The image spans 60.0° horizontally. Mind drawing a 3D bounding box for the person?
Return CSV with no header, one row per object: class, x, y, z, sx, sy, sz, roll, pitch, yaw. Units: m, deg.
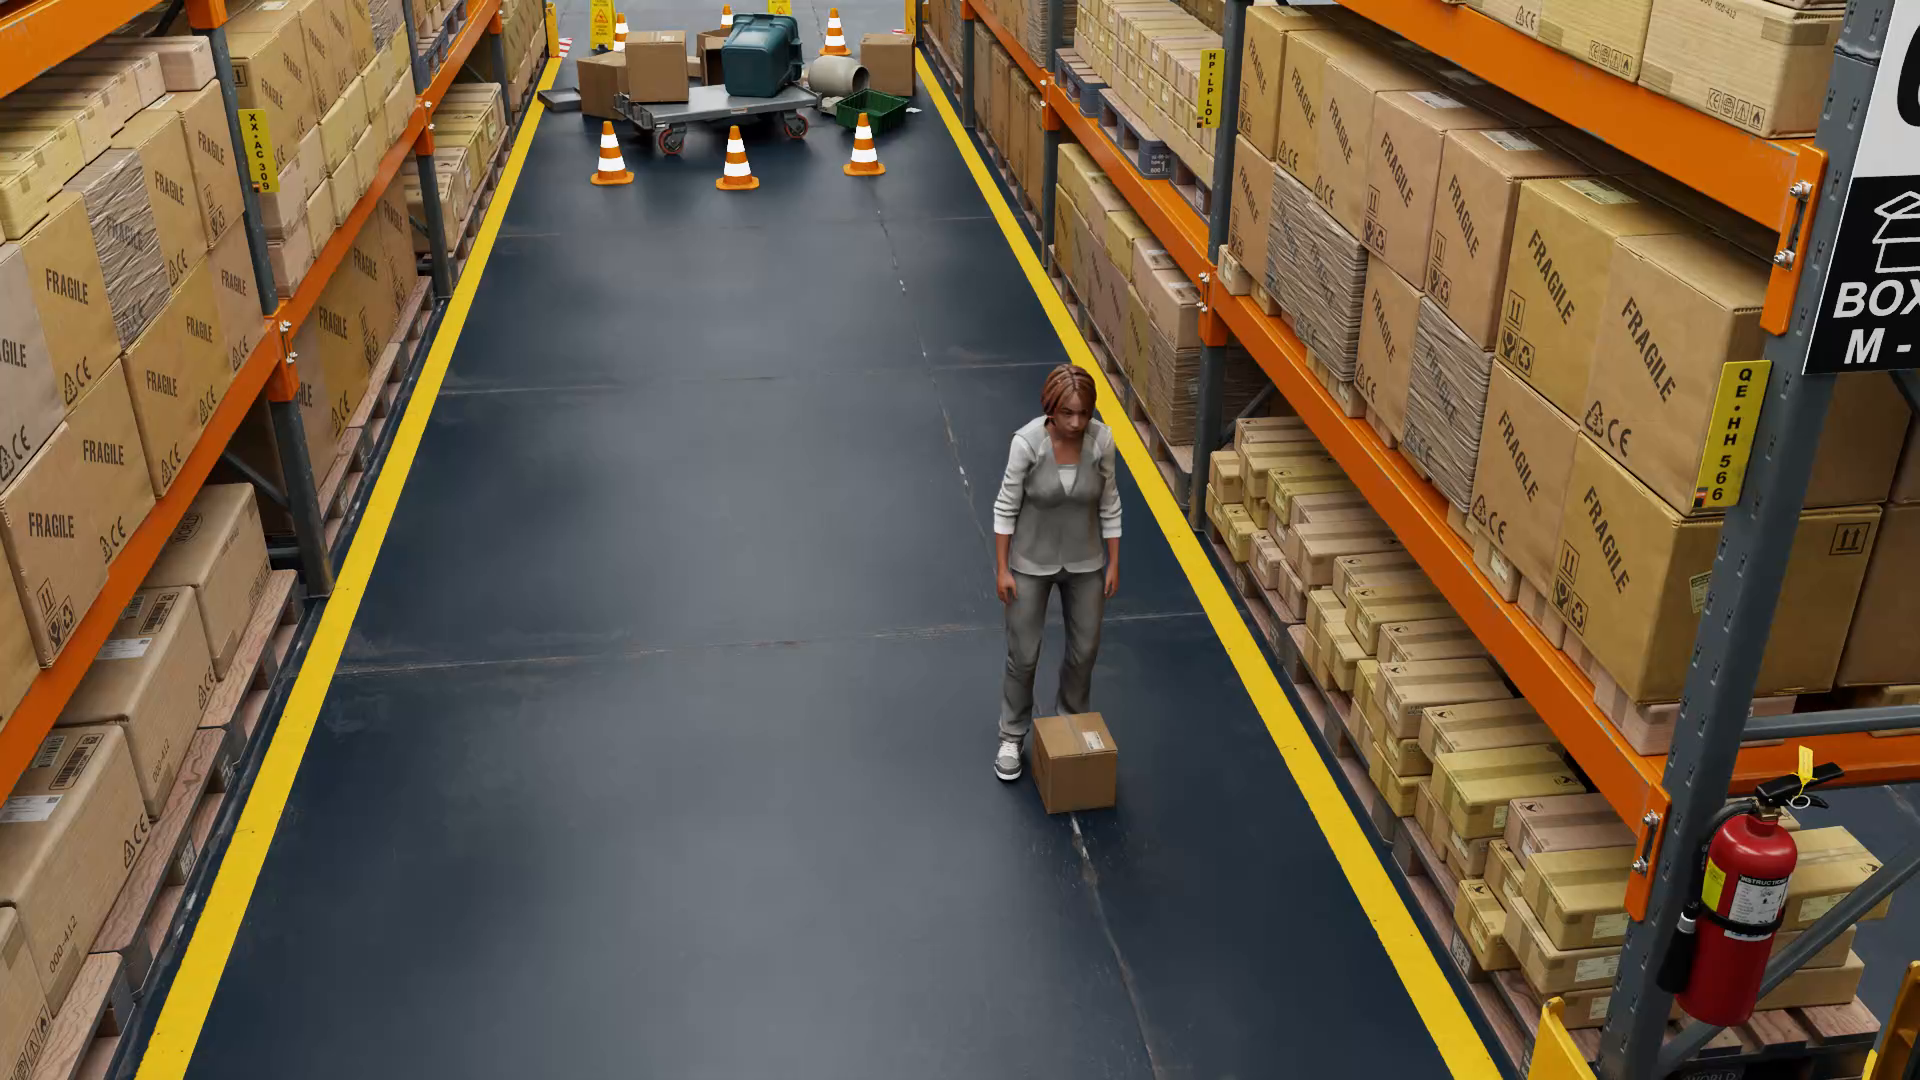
person,0.346,0.106,5.927,0.463,1.593,0.343,-4,28,-8
